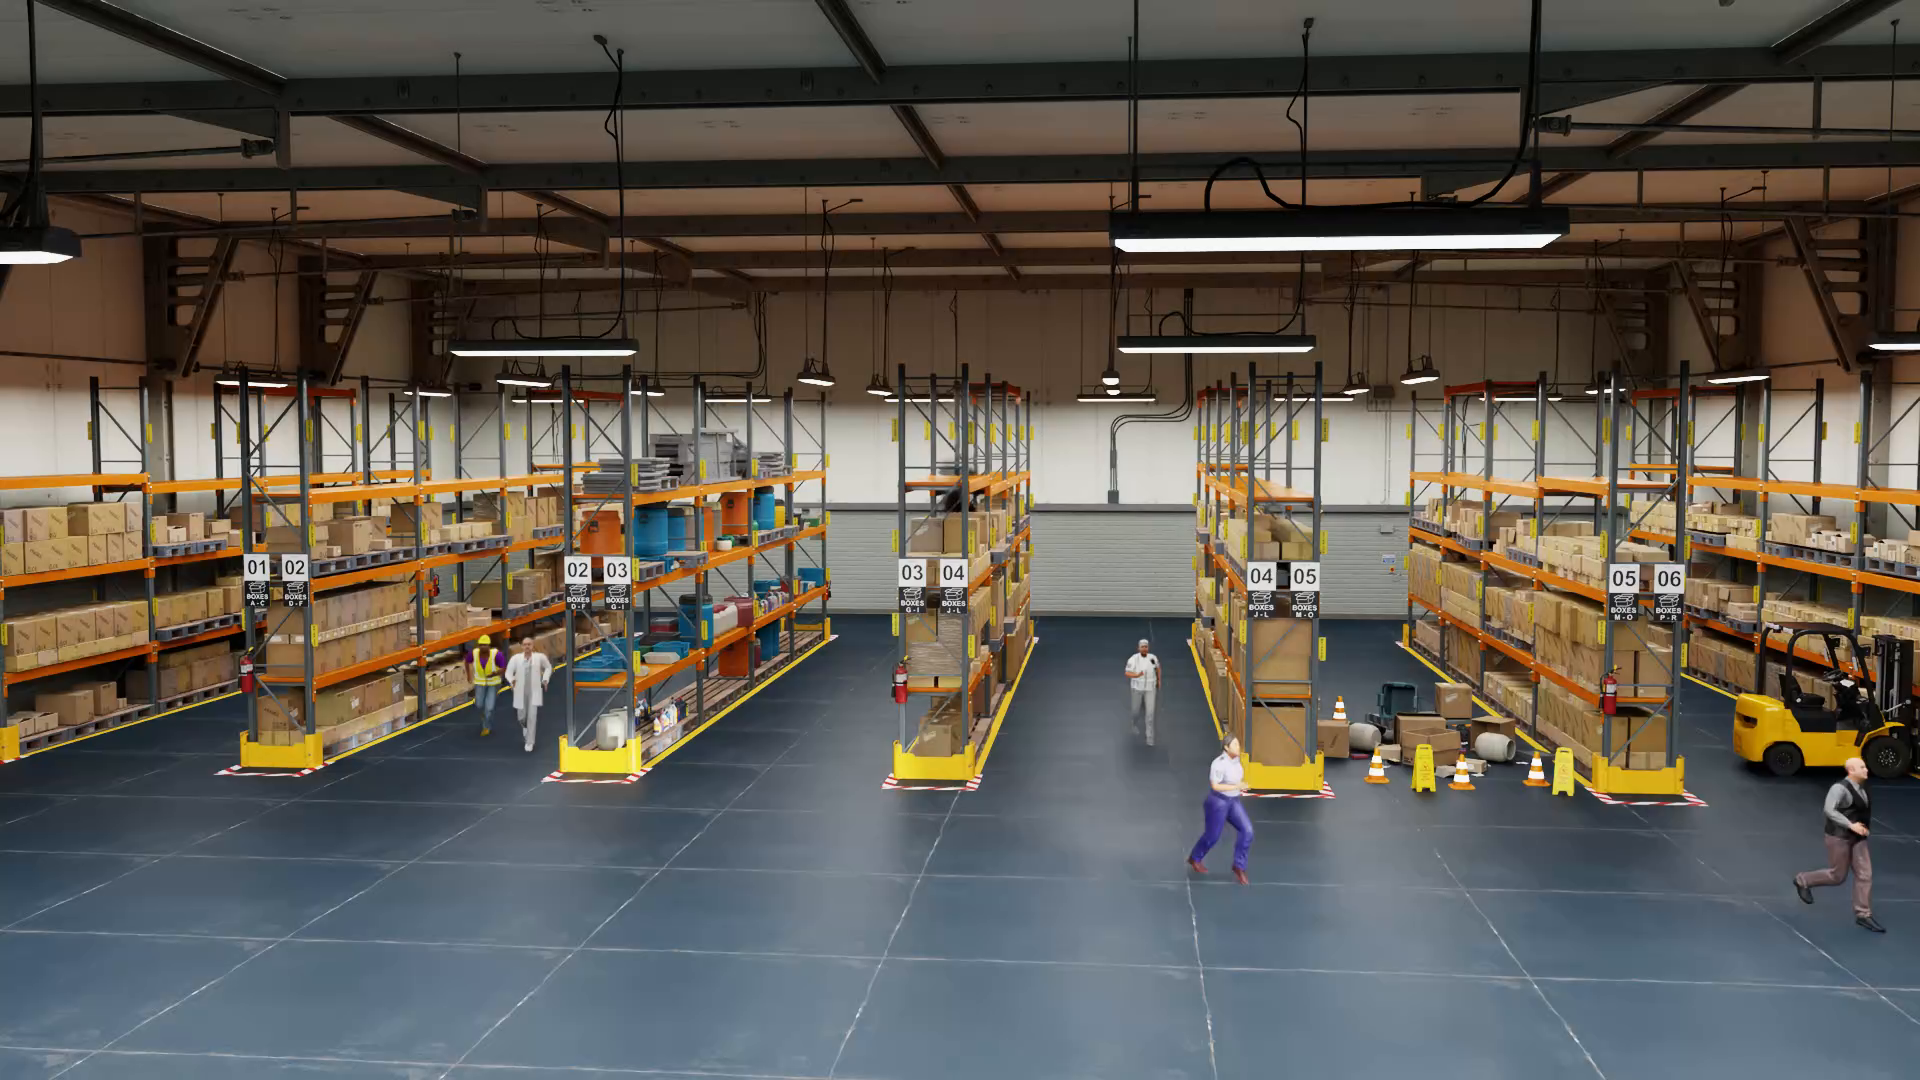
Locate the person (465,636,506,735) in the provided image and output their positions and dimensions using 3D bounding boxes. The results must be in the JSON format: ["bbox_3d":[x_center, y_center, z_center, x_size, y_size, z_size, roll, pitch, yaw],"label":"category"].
[{"bbox_3d":[-7.849,2.406,27.498,0.688,1.684,0.711,-1,4,-11],"label":"person"}]

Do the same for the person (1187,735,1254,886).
[{"bbox_3d":[2.916,3.001,18.619,0.832,1.690,0.626,3,5,42],"label":"person"}]

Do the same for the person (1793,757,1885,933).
[{"bbox_3d":[9.042,3.061,17.021,0.682,1.716,0.963,-2,4,-33],"label":"person"}]

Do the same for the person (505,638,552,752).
[{"bbox_3d":[-6.853,2.425,26.435,0.720,1.759,0.962,-1,4,-11],"label":"person"}]

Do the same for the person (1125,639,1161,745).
[{"bbox_3d":[2.974,2.427,26.922,0.607,1.651,0.941,0,4,0],"label":"person"}]
